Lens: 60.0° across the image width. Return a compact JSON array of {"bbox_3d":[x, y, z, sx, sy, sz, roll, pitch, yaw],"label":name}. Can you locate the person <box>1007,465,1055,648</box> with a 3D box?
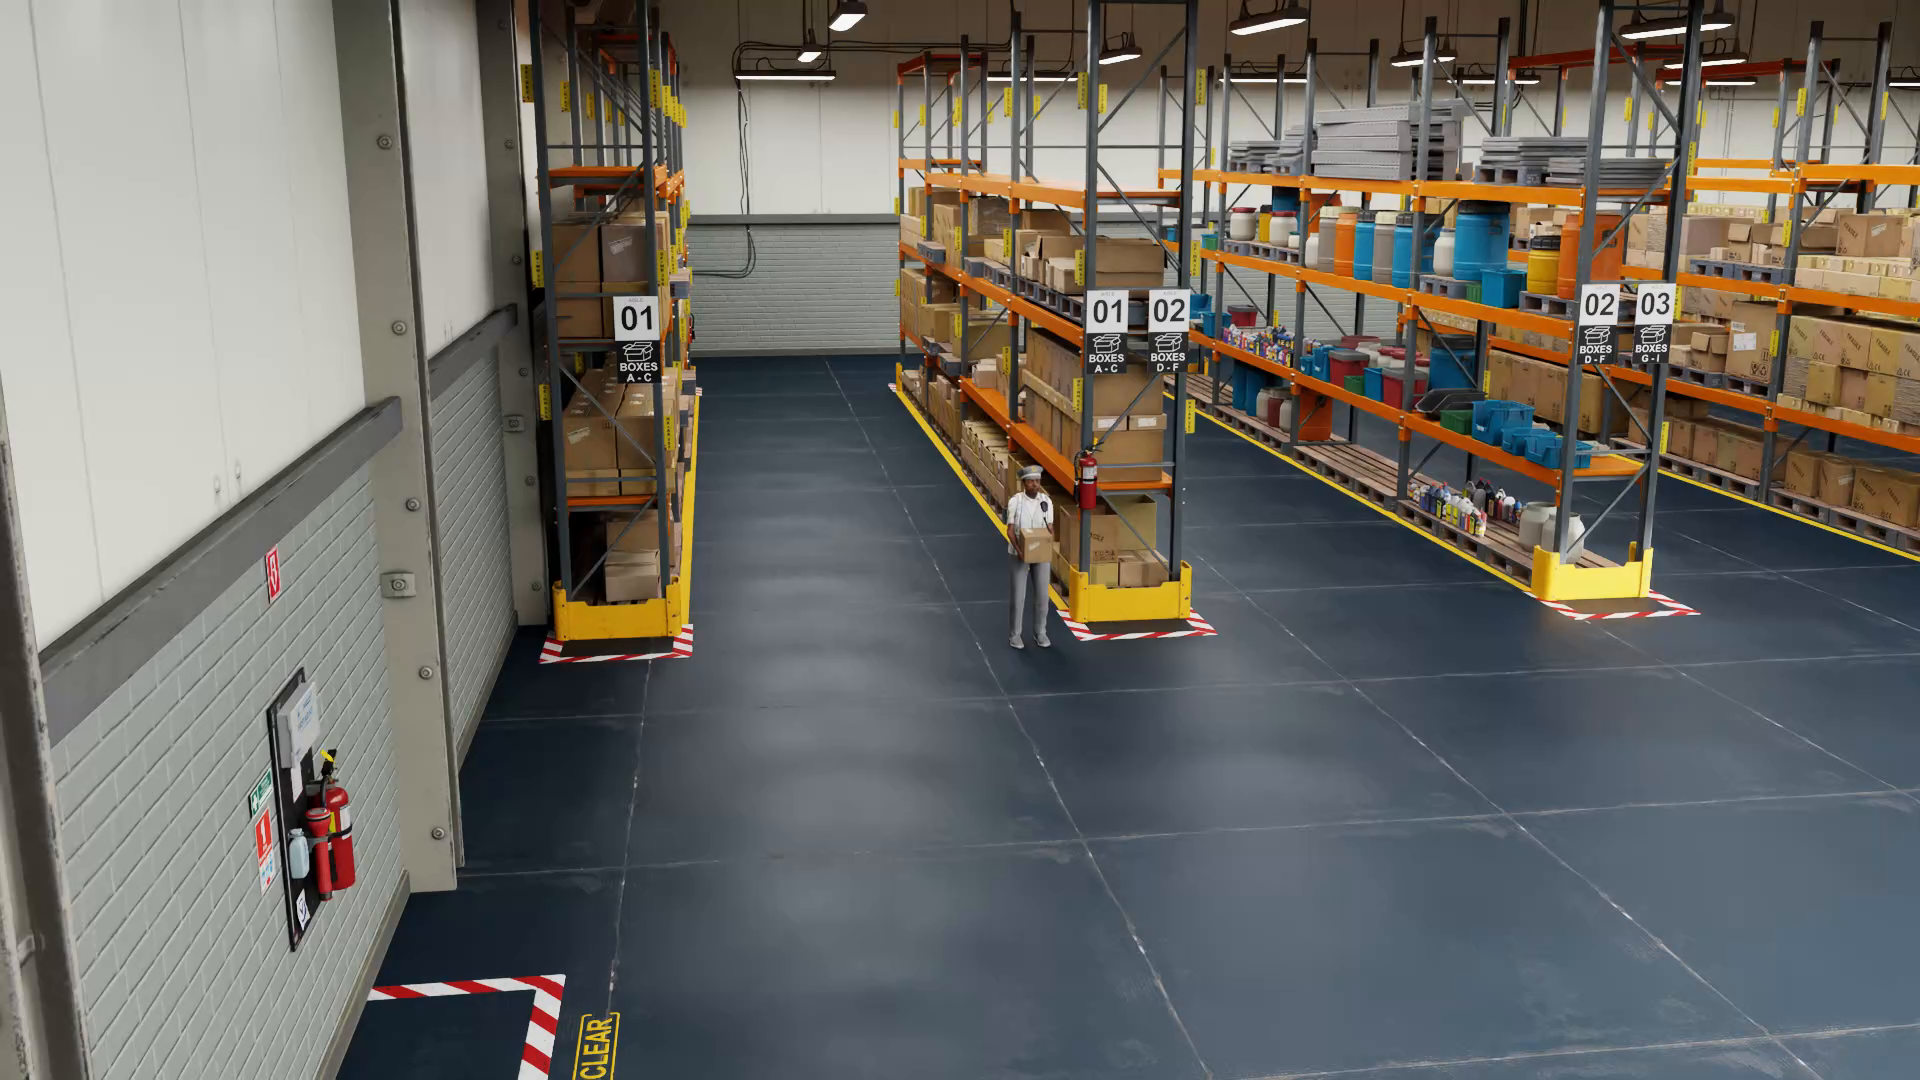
[{"bbox_3d":[0.654,0.155,15.268,0.450,1.688,0.535,-2,13,-9],"label":"person"}]
